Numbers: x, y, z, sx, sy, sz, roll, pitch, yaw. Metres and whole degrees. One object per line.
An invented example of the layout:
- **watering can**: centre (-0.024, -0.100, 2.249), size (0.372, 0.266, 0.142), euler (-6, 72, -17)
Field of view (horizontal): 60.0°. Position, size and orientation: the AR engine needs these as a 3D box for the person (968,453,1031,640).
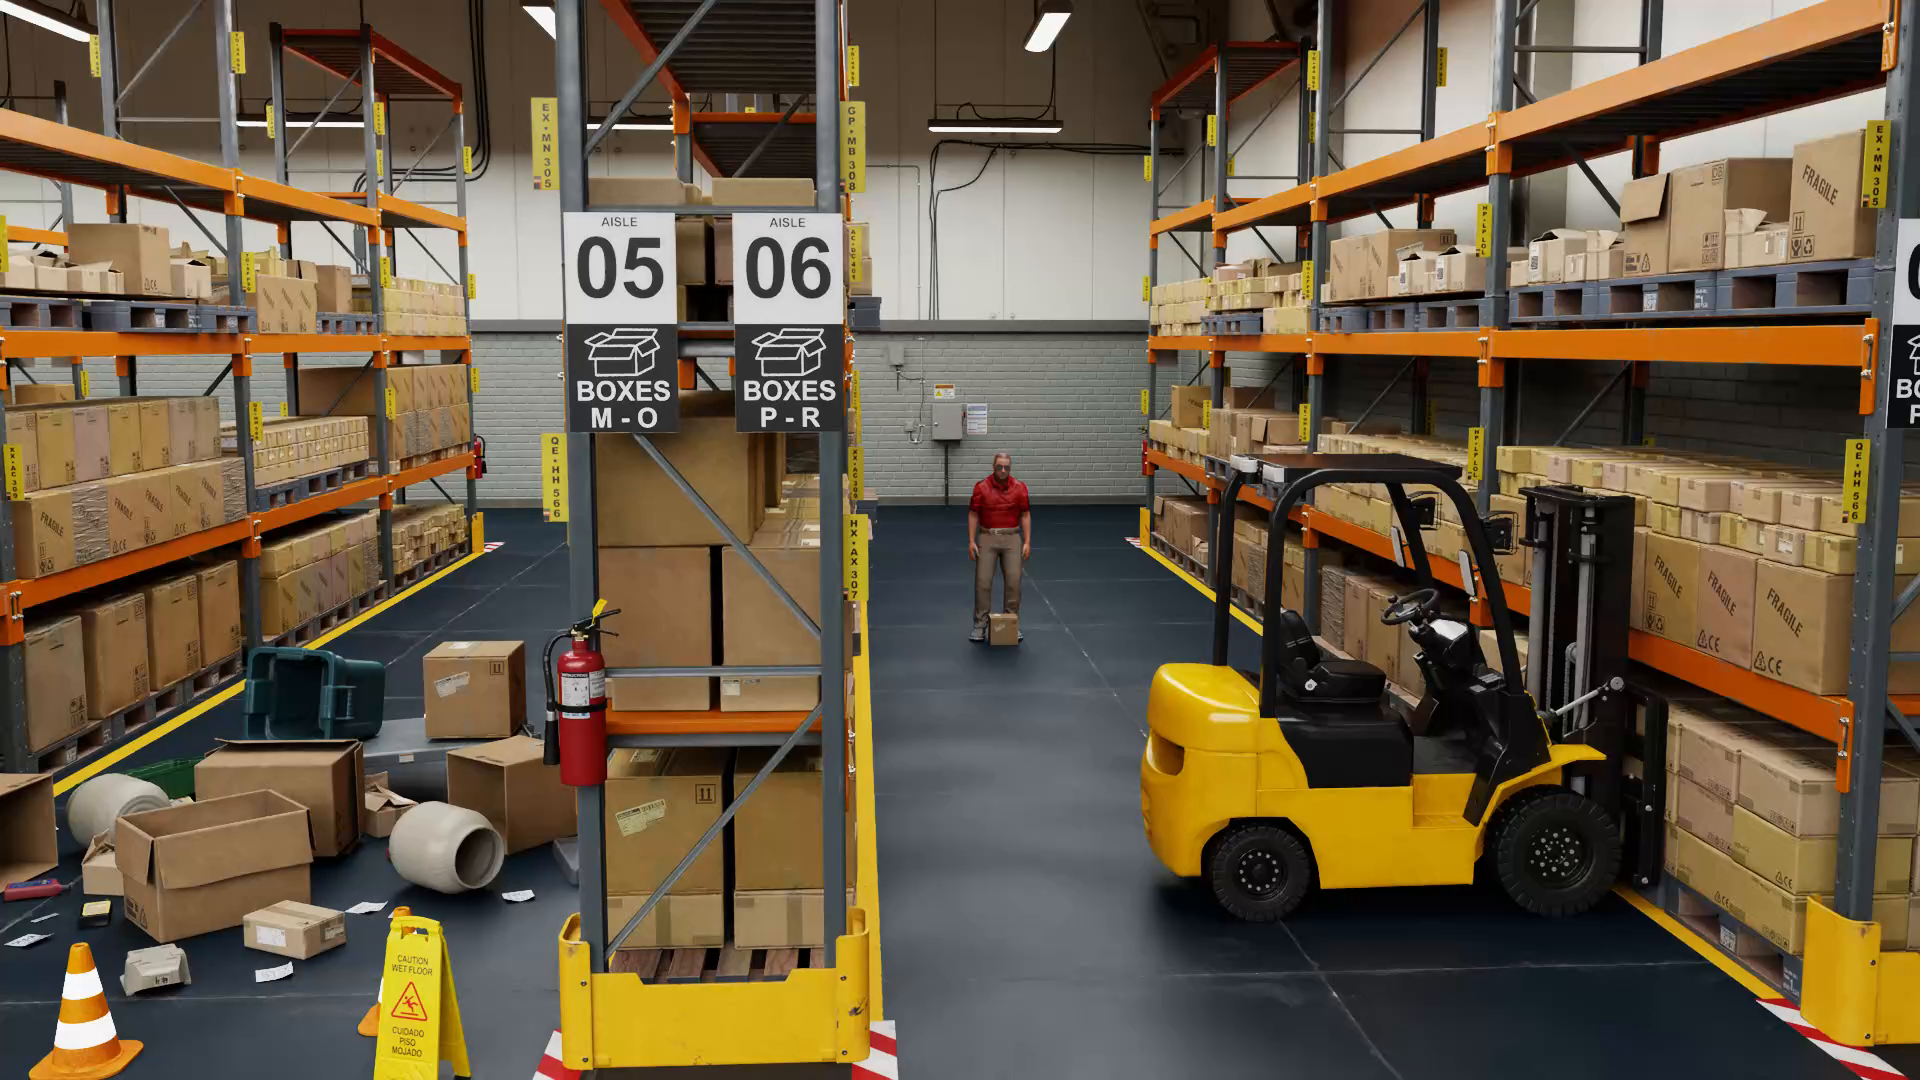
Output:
- **person**: centre (0.365, 0.052, 15.359), size (0.586, 1.727, 0.393), euler (0, 7, -3)
